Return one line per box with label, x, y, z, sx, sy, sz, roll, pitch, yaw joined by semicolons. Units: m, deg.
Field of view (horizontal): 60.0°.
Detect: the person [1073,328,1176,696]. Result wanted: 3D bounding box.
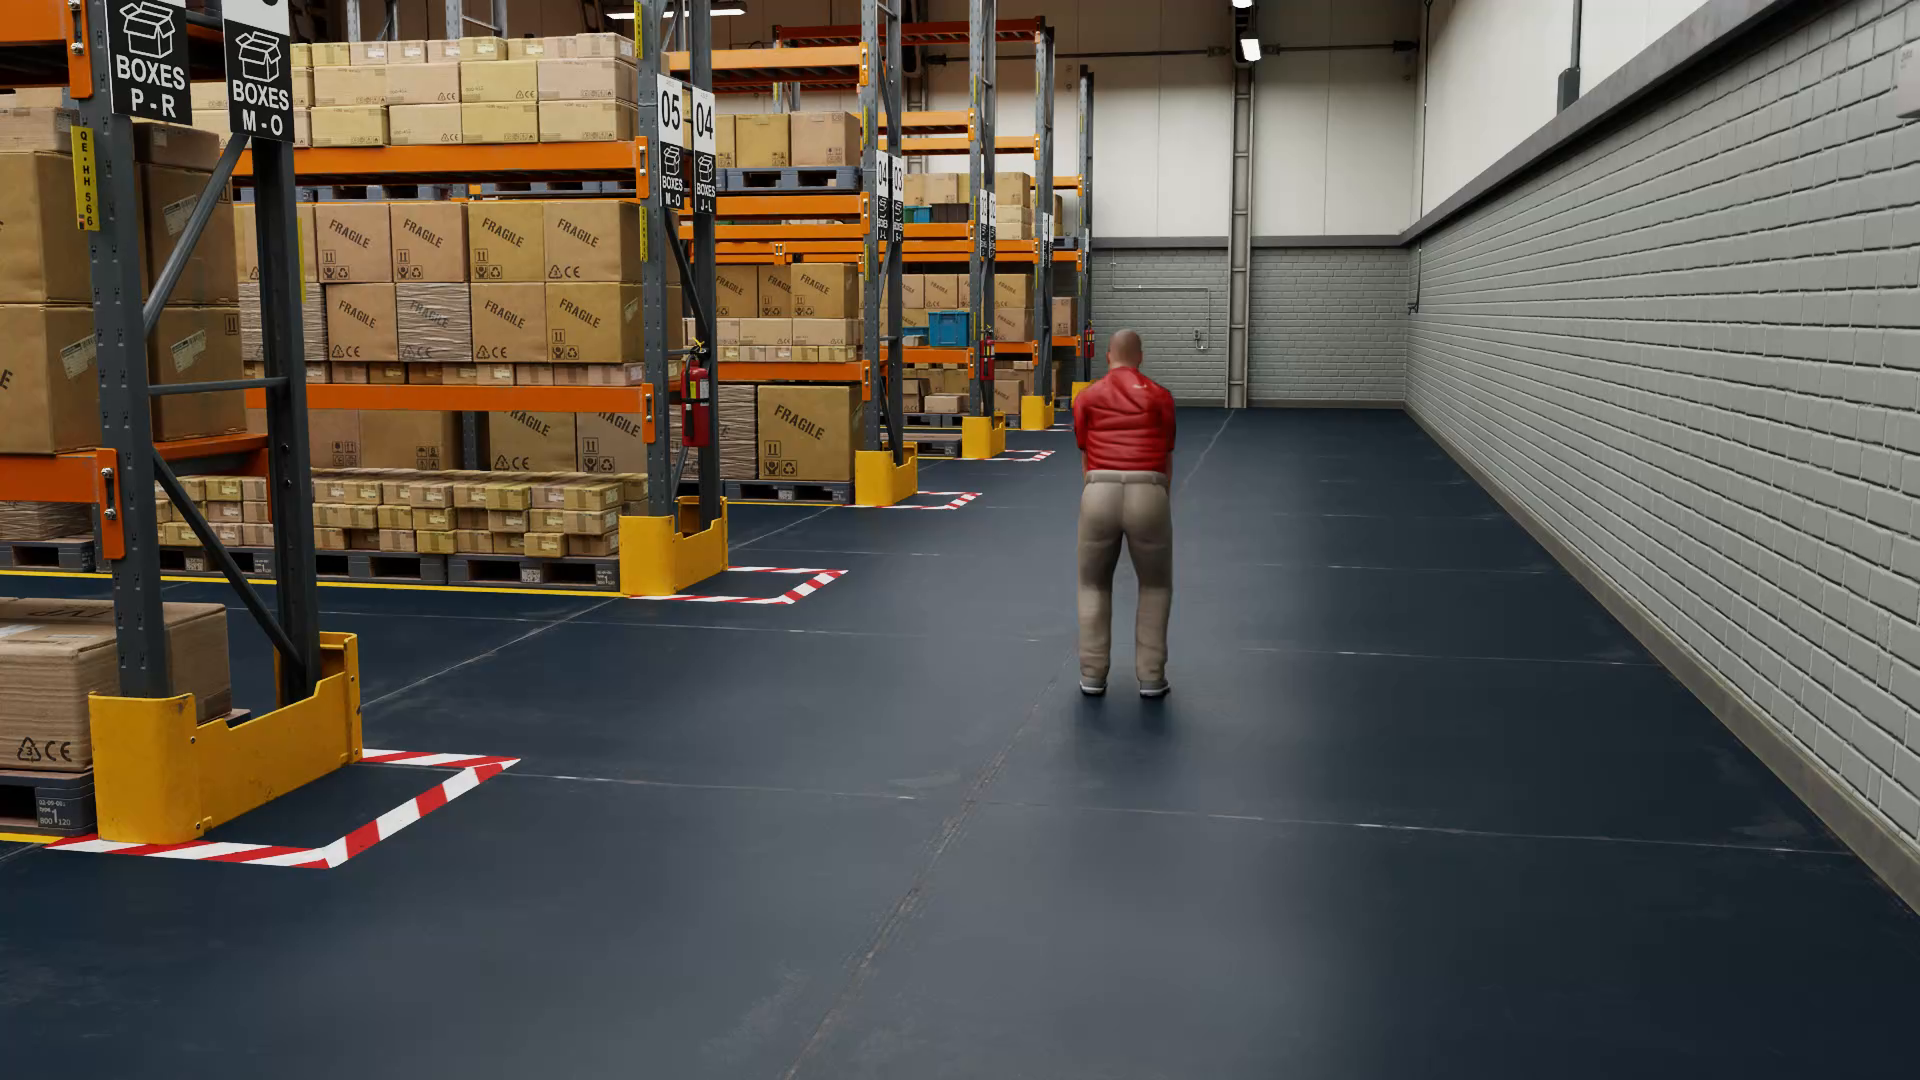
person;0.767;-0.137;7.815;0.483;1.700;0.563;1;8;10
